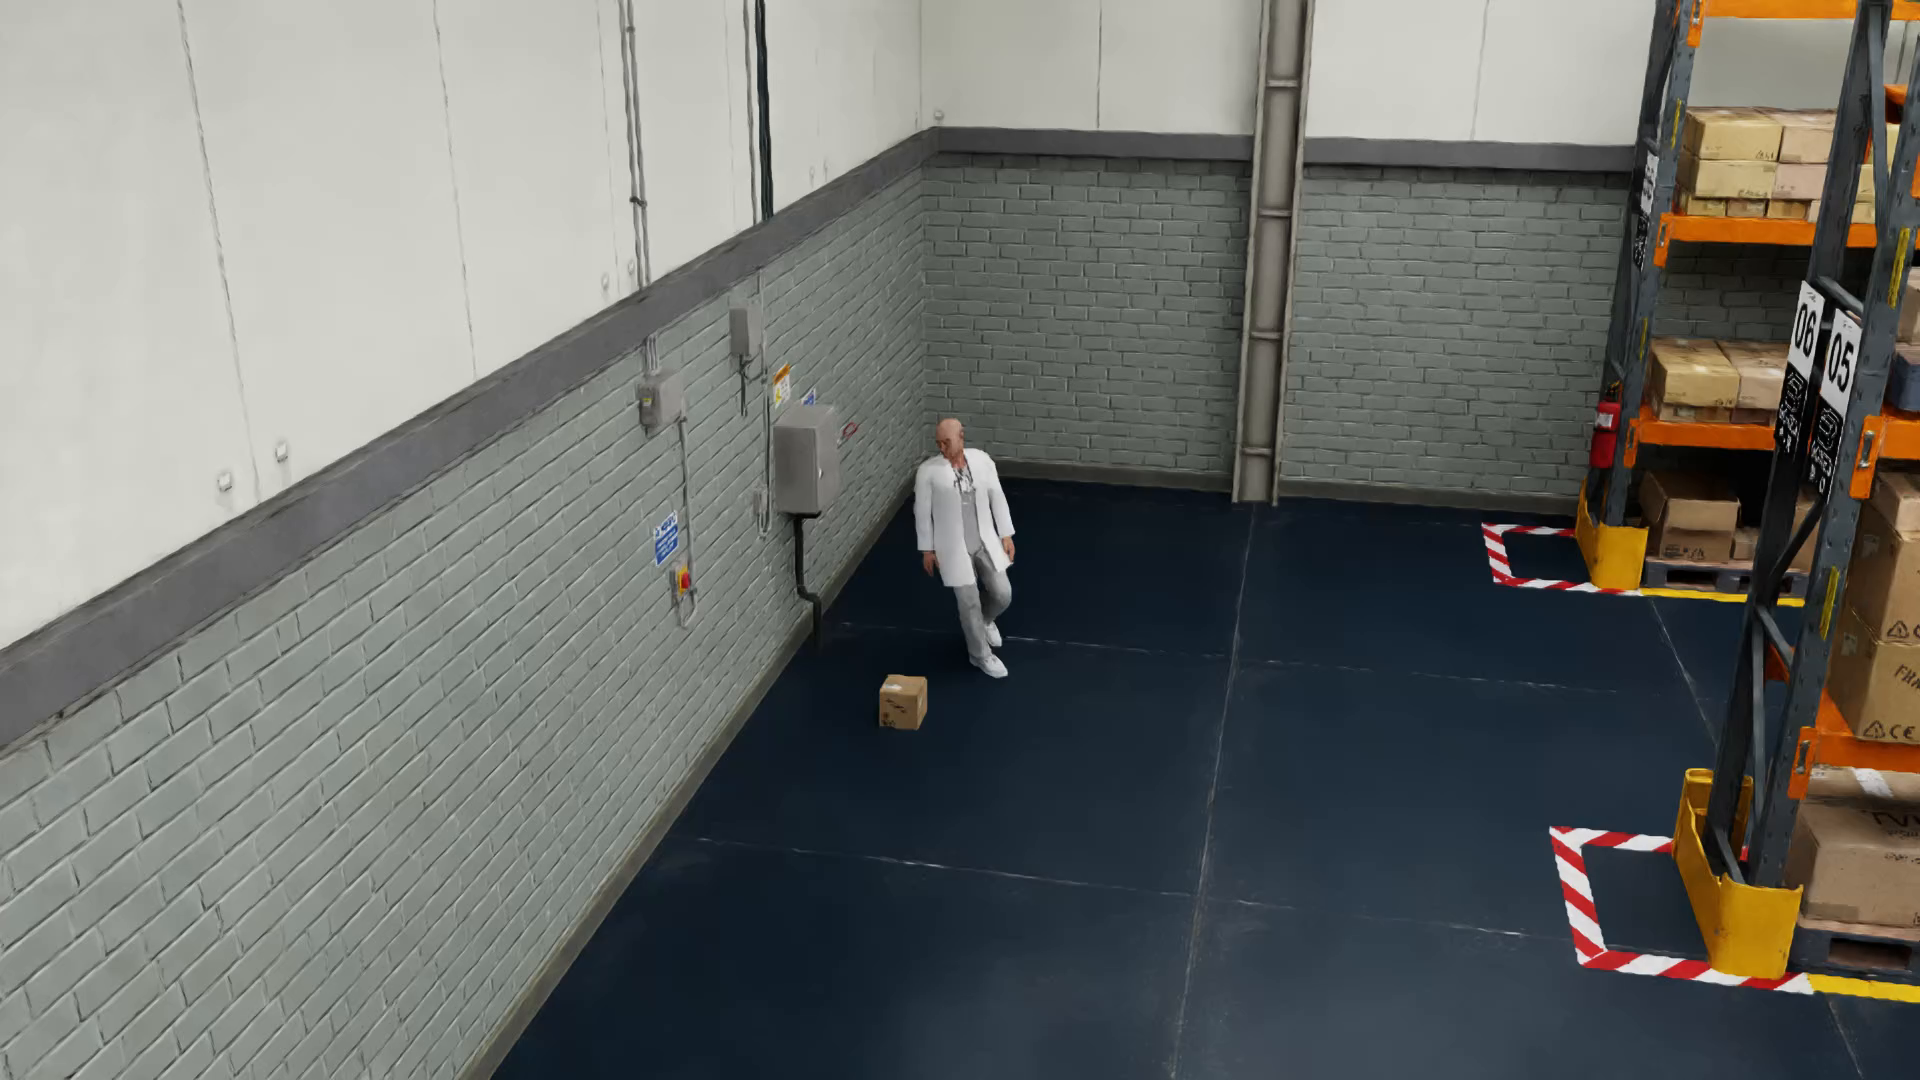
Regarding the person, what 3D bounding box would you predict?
[{"bbox_3d":[0.039,0.040,11.027,0.652,1.764,0.595,-9,23,-22],"label":"person"}]
